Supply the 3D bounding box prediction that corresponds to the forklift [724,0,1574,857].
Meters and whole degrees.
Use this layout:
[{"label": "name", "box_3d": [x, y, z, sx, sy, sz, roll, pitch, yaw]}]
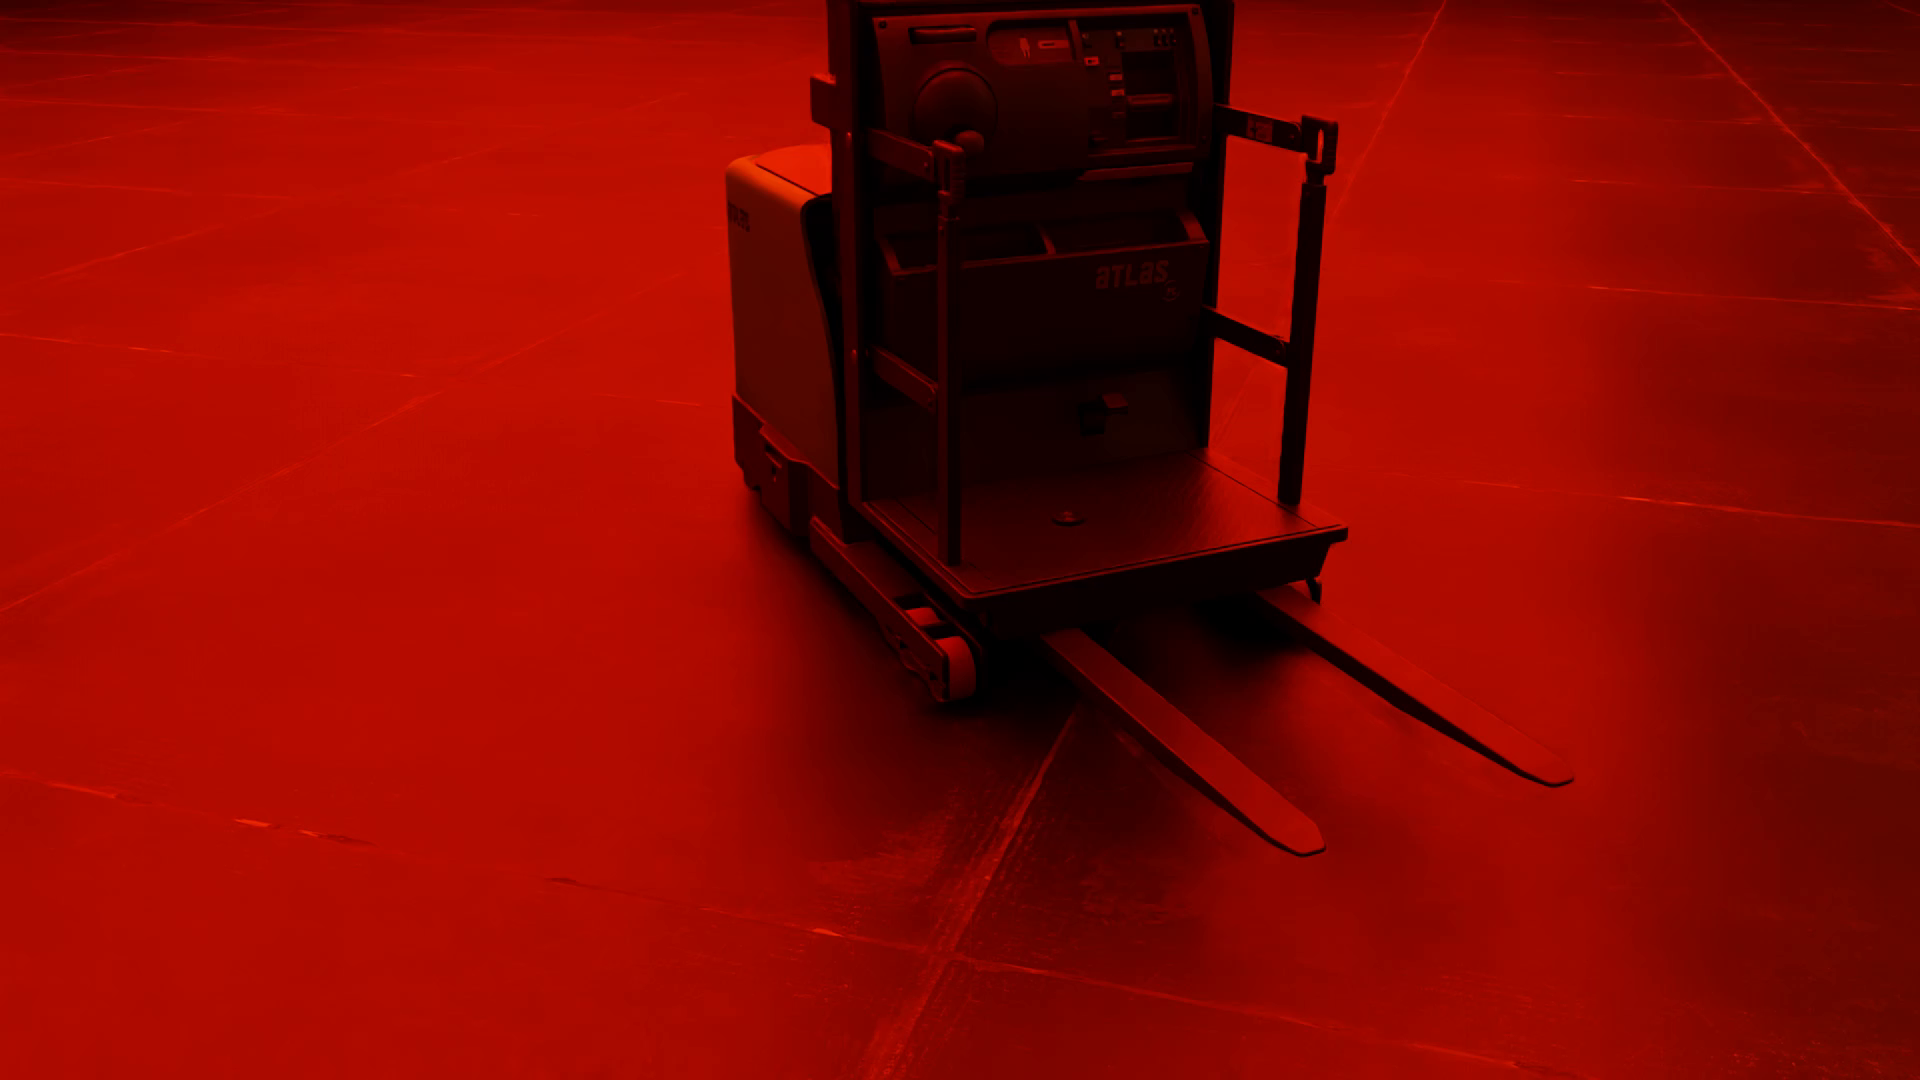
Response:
[{"label": "forklift", "box_3d": [0.314, -1.137, 4.035, 1.130, 2.935, 3.031, -10, 24, -23]}]
